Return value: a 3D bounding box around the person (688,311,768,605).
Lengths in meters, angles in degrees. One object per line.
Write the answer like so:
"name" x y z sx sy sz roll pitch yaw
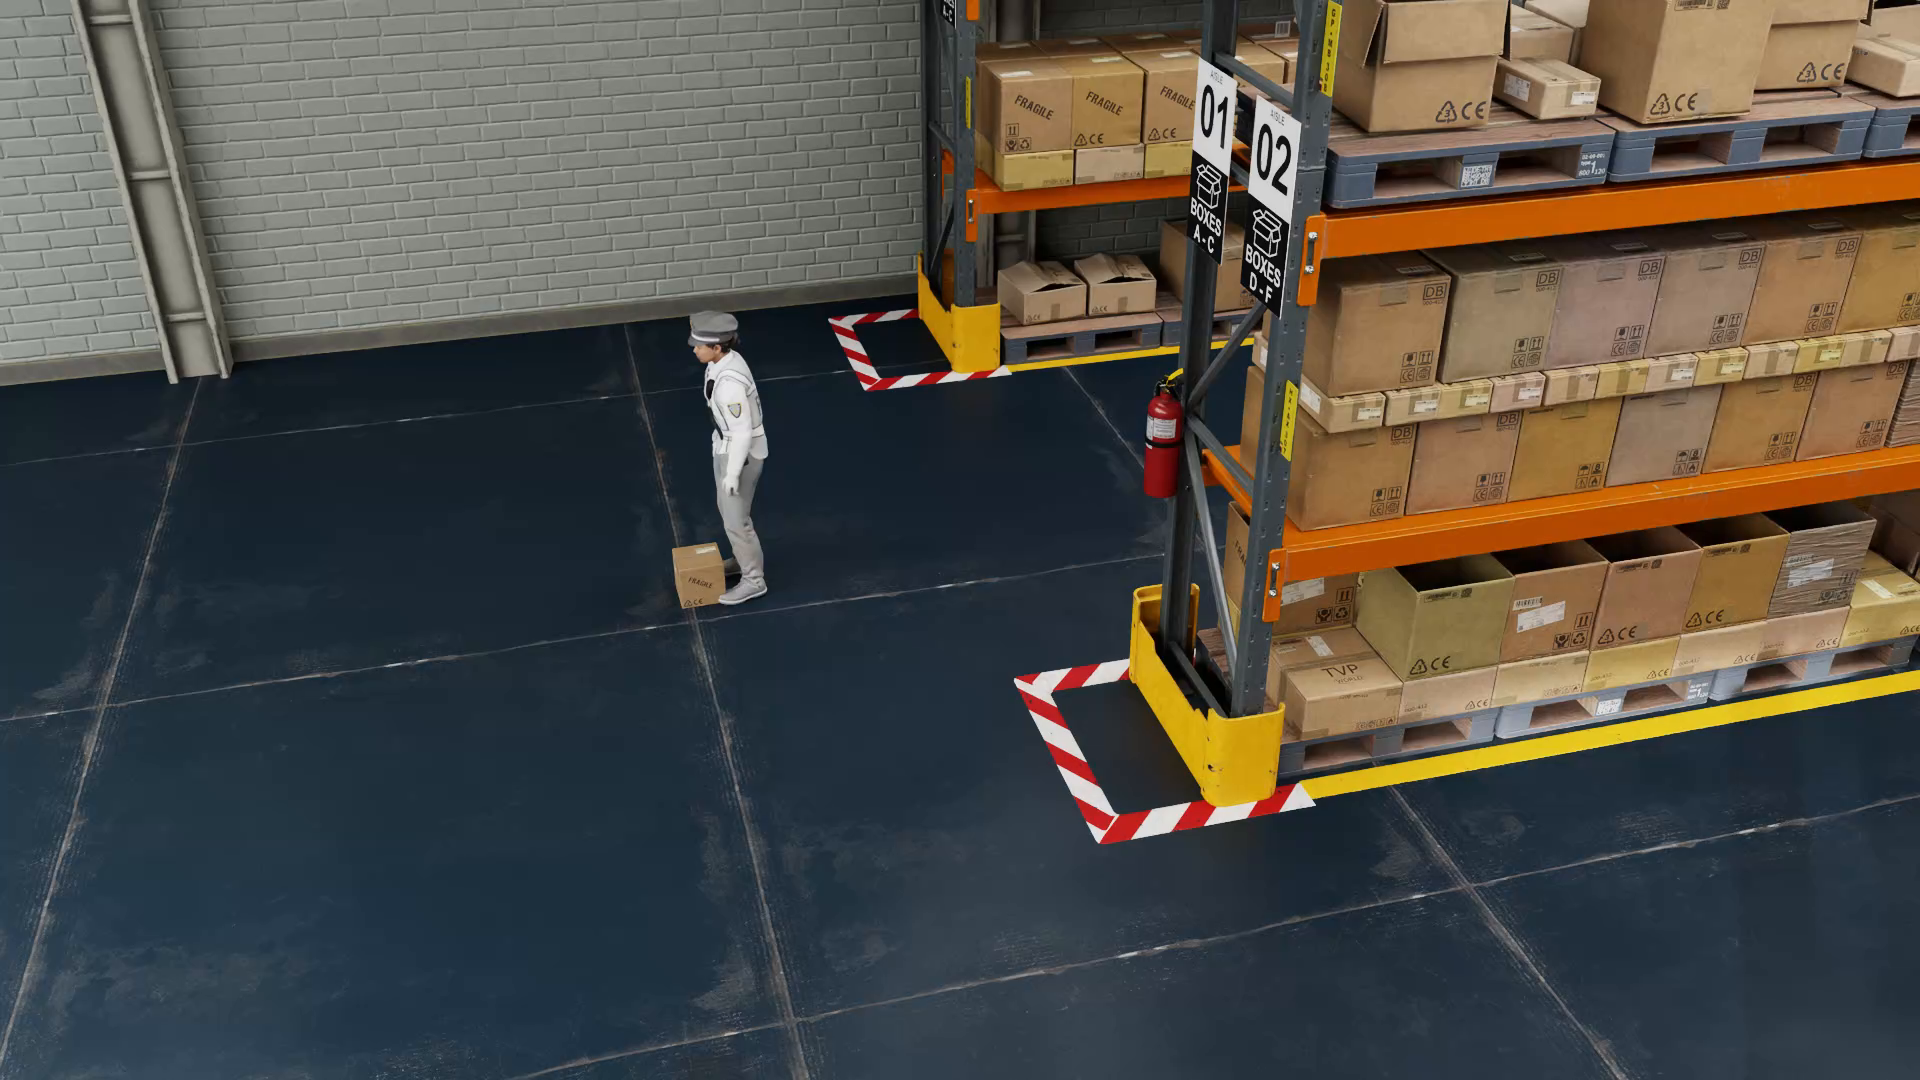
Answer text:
"person" -1.229 -0.449 8.993 0.372 1.663 0.529 -8 31 -13
